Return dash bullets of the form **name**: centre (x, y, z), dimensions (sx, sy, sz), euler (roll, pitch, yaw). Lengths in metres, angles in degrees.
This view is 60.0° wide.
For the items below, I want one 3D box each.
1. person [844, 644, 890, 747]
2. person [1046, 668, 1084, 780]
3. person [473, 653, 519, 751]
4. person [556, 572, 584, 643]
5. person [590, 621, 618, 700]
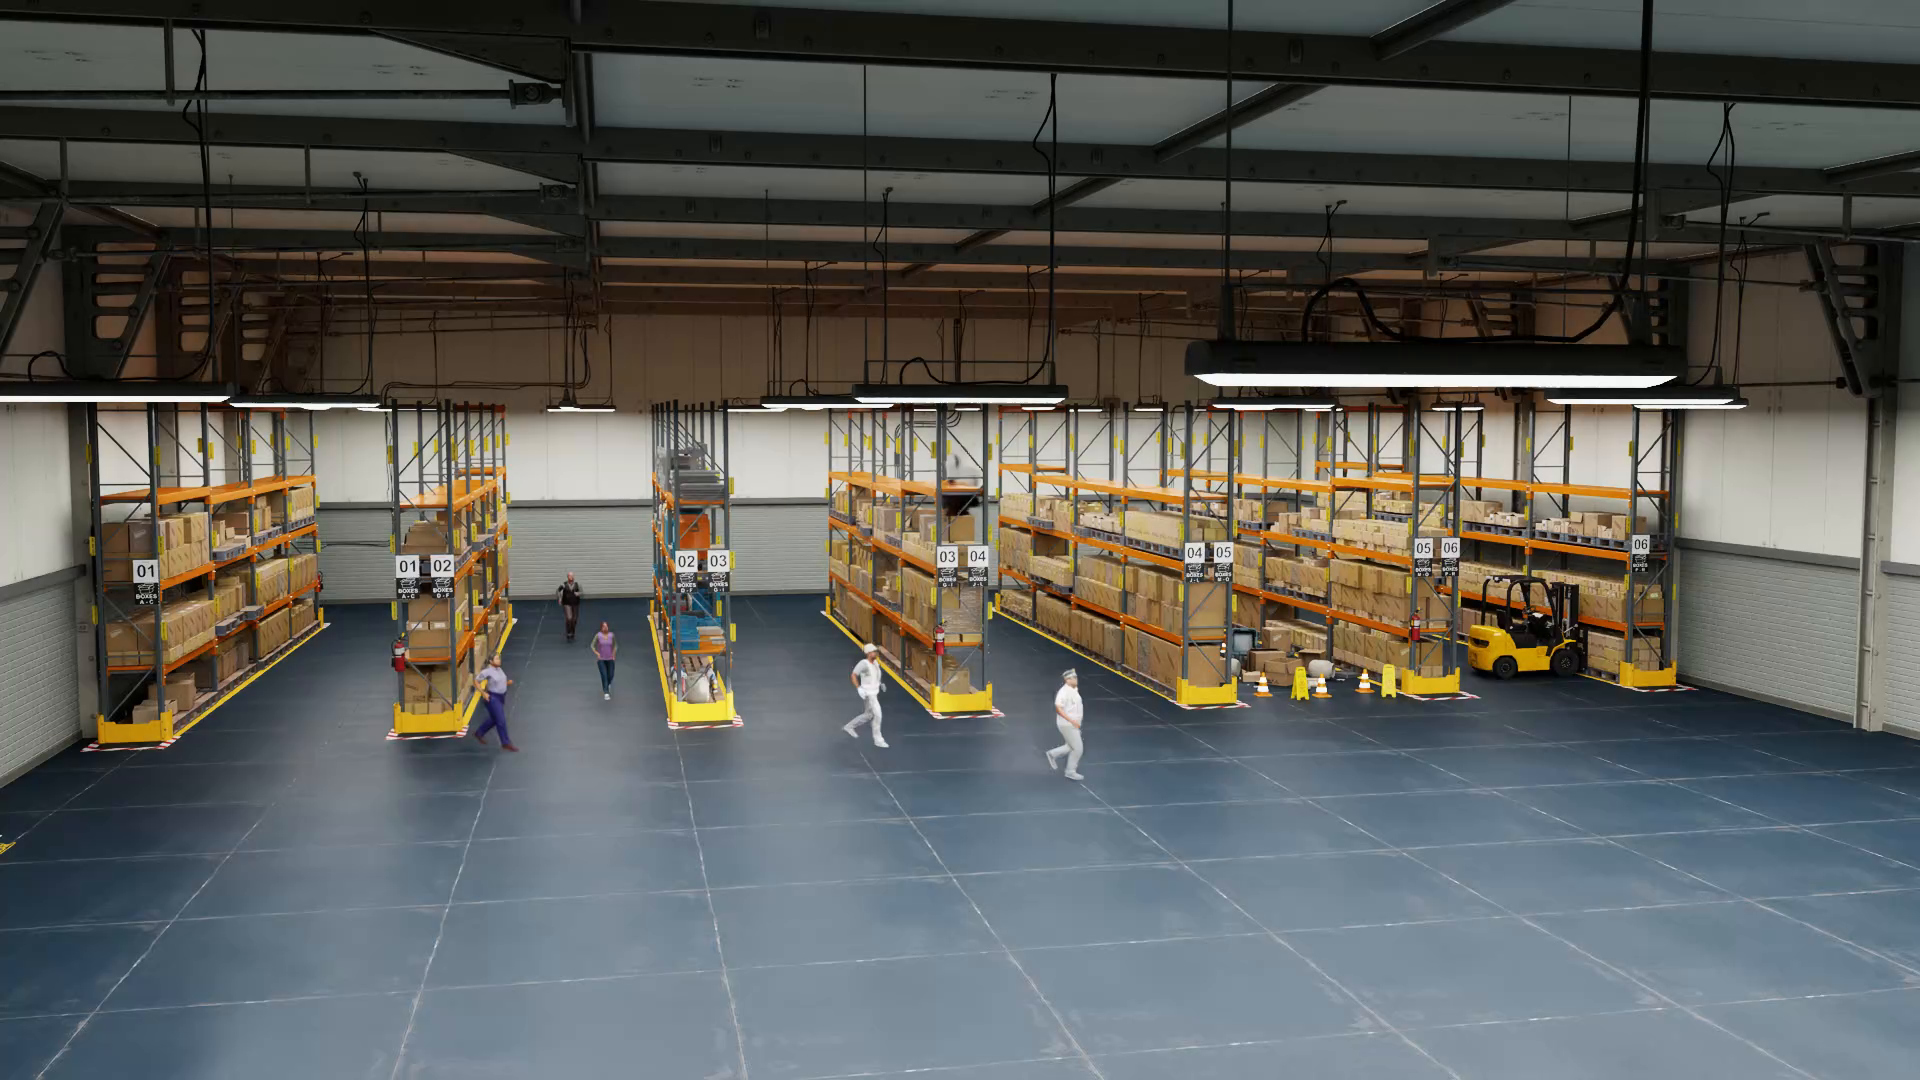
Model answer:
- **person**: centre (-1.627, 2.695, 28.815), dimensions (0.893, 1.818, 0.697), euler (1, 5, 17)
- **person**: centre (1.658, 2.885, 26.238), dimensions (0.662, 1.743, 0.690), euler (1, 5, 17)
- **person**: centre (-7.920, 2.756, 28.355), dimensions (0.898, 1.628, 0.600), euler (1, 4, 12)
- **person**: centre (-9.837, 1.696, 42.046), dimensions (0.628, 1.784, 0.776), euler (-2, 5, -28)
- **person**: centre (-7.189, 2.417, 33.599), dimensions (0.549, 1.572, 0.542), euler (-2, 5, -20)
